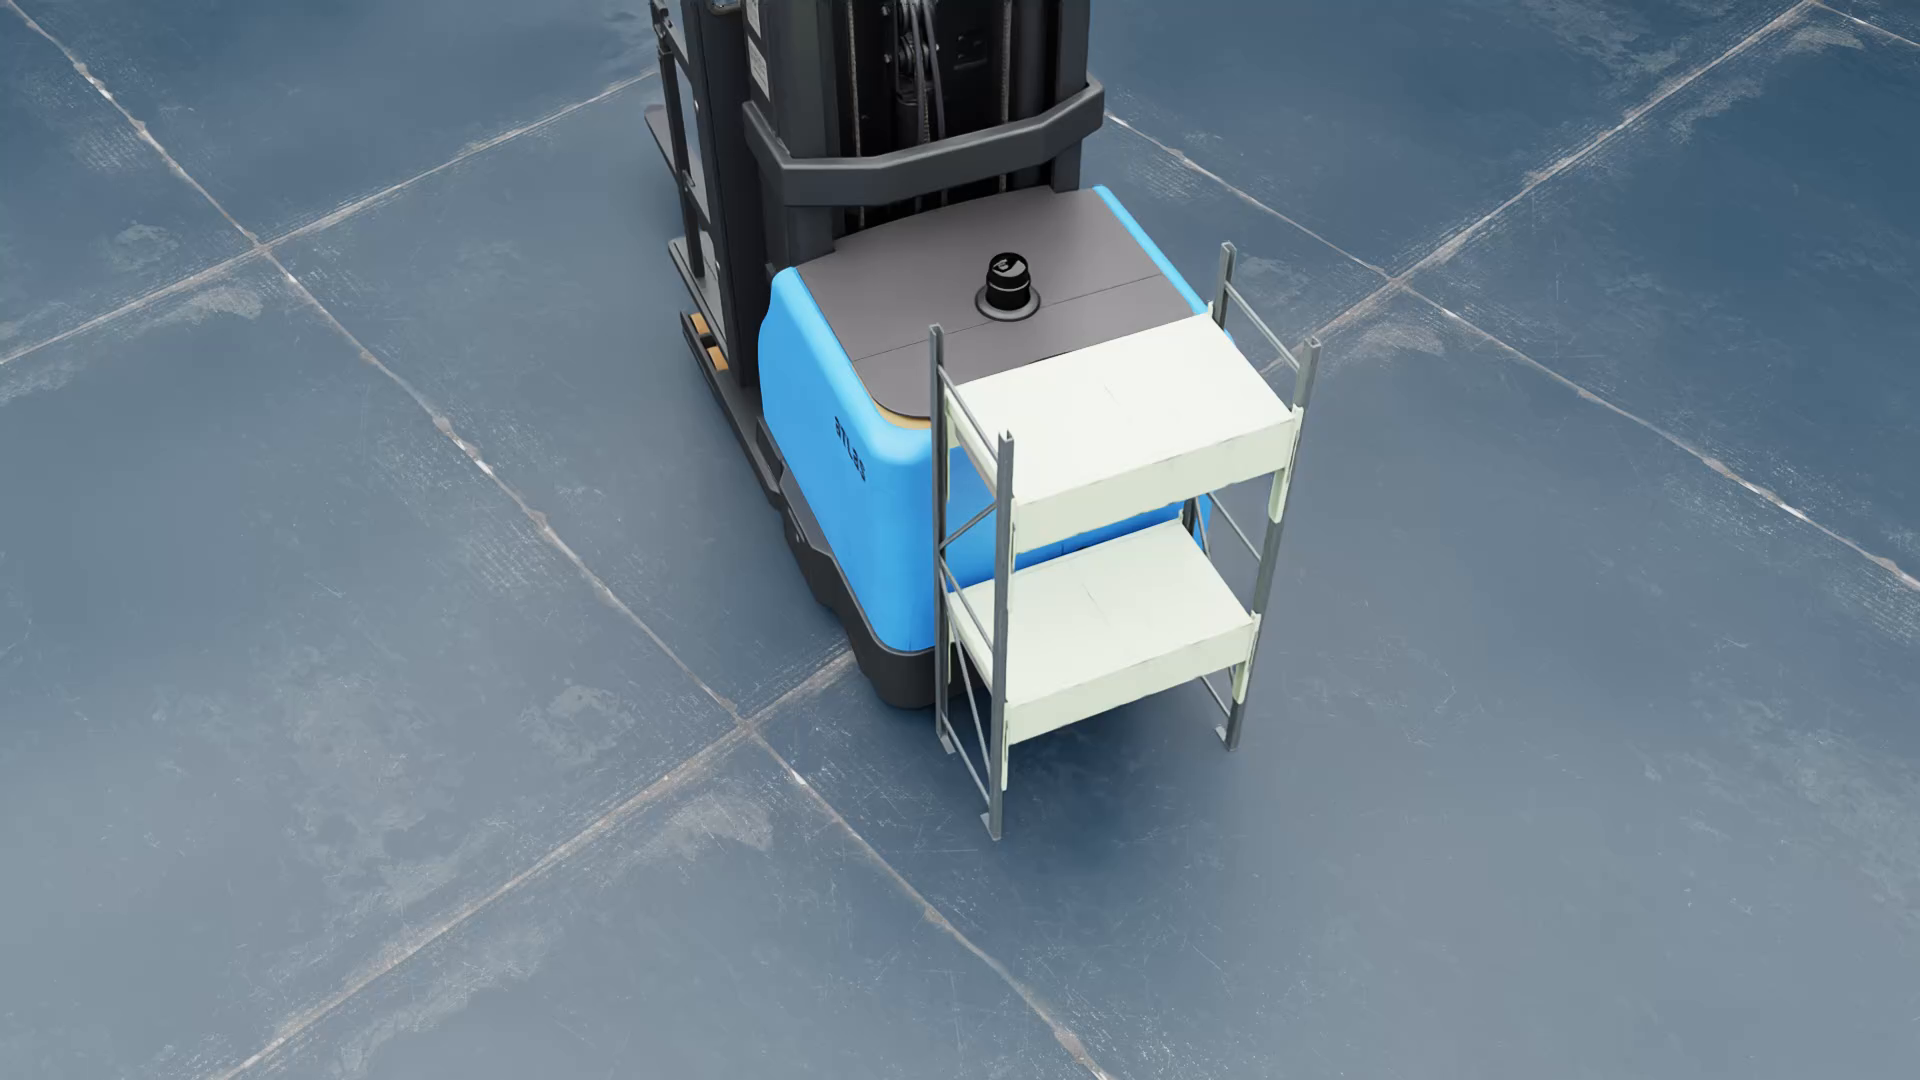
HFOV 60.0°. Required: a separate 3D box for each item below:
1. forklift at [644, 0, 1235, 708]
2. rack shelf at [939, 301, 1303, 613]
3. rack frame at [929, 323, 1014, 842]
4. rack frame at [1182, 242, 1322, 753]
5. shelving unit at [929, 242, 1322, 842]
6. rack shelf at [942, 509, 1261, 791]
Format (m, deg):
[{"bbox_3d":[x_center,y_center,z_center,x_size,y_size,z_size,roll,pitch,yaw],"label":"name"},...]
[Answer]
[{"bbox_3d":[-0.322,-1.617,4.747,1.130,2.935,3.031,-18,50,-16],"label":"forklift"},{"bbox_3d":[0.357,-0.201,3.884,0.720,0.370,0.431,-18,50,-16],"label":"rack shelf"},{"bbox_3d":[0.022,0.171,4.072,0.023,1.500,0.400,-18,50,-16],"label":"rack frame"},{"bbox_3d":[0.693,-0.044,4.270,0.023,1.500,0.400,-18,50,-16],"label":"rack frame"},{"bbox_3d":[0.357,0.063,4.171,0.755,1.500,0.431,-18,50,-16],"label":"shelving unit"},{"bbox_3d":[0.357,0.284,4.411,0.720,0.370,0.431,-18,50,-16],"label":"rack shelf"}]
